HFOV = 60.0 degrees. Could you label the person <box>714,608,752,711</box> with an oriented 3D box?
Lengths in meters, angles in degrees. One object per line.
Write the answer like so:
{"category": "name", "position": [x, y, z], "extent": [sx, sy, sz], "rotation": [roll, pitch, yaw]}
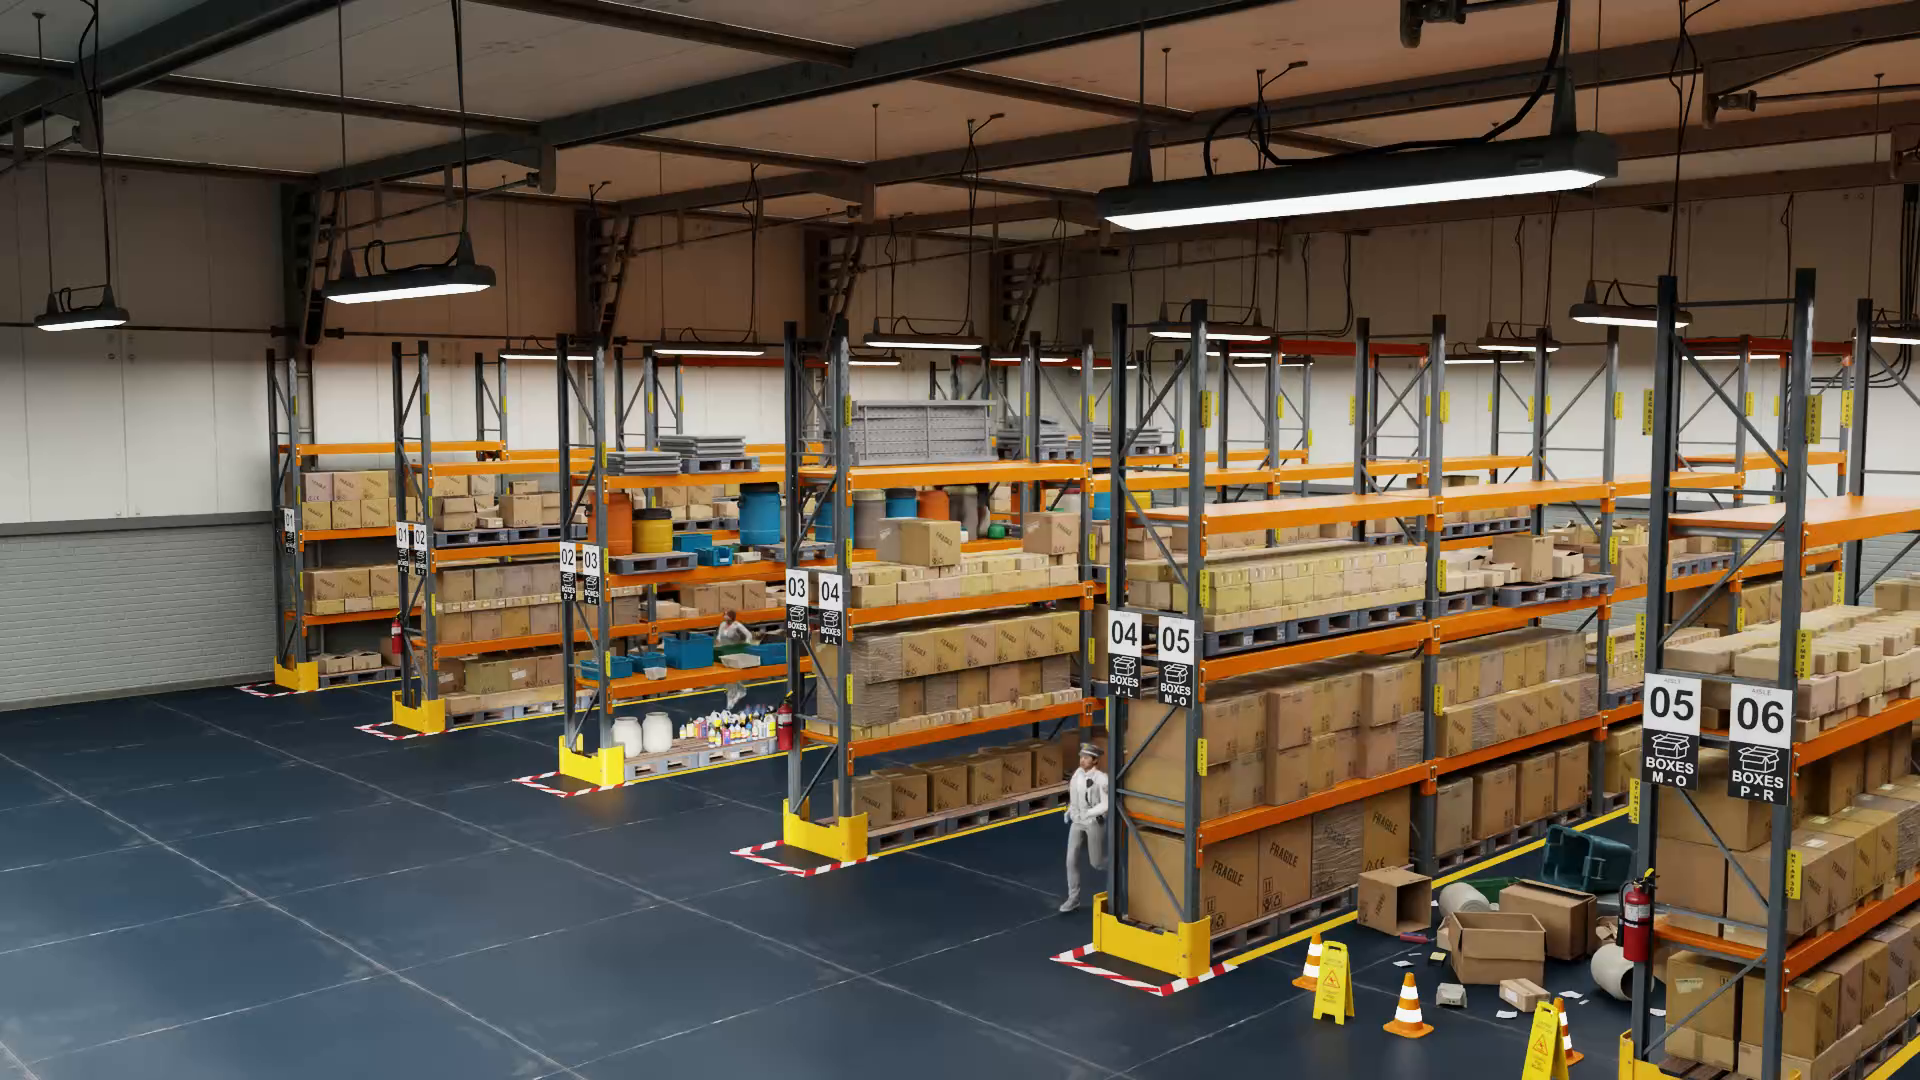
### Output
{"category": "person", "position": [-3.683, 1.904, 26.728], "extent": [0.526, 1.641, 0.704], "rotation": [3, 6, 34]}

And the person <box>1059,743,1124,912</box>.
{"category": "person", "position": [1.315, 2.865, 16.835], "extent": [0.642, 1.665, 0.877], "rotation": [5, 7, 44]}

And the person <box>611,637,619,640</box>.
{"category": "person", "position": [-6.337, 1.694, 30.106], "extent": [0.611, 1.681, 0.940], "rotation": [4, 6, 39]}
